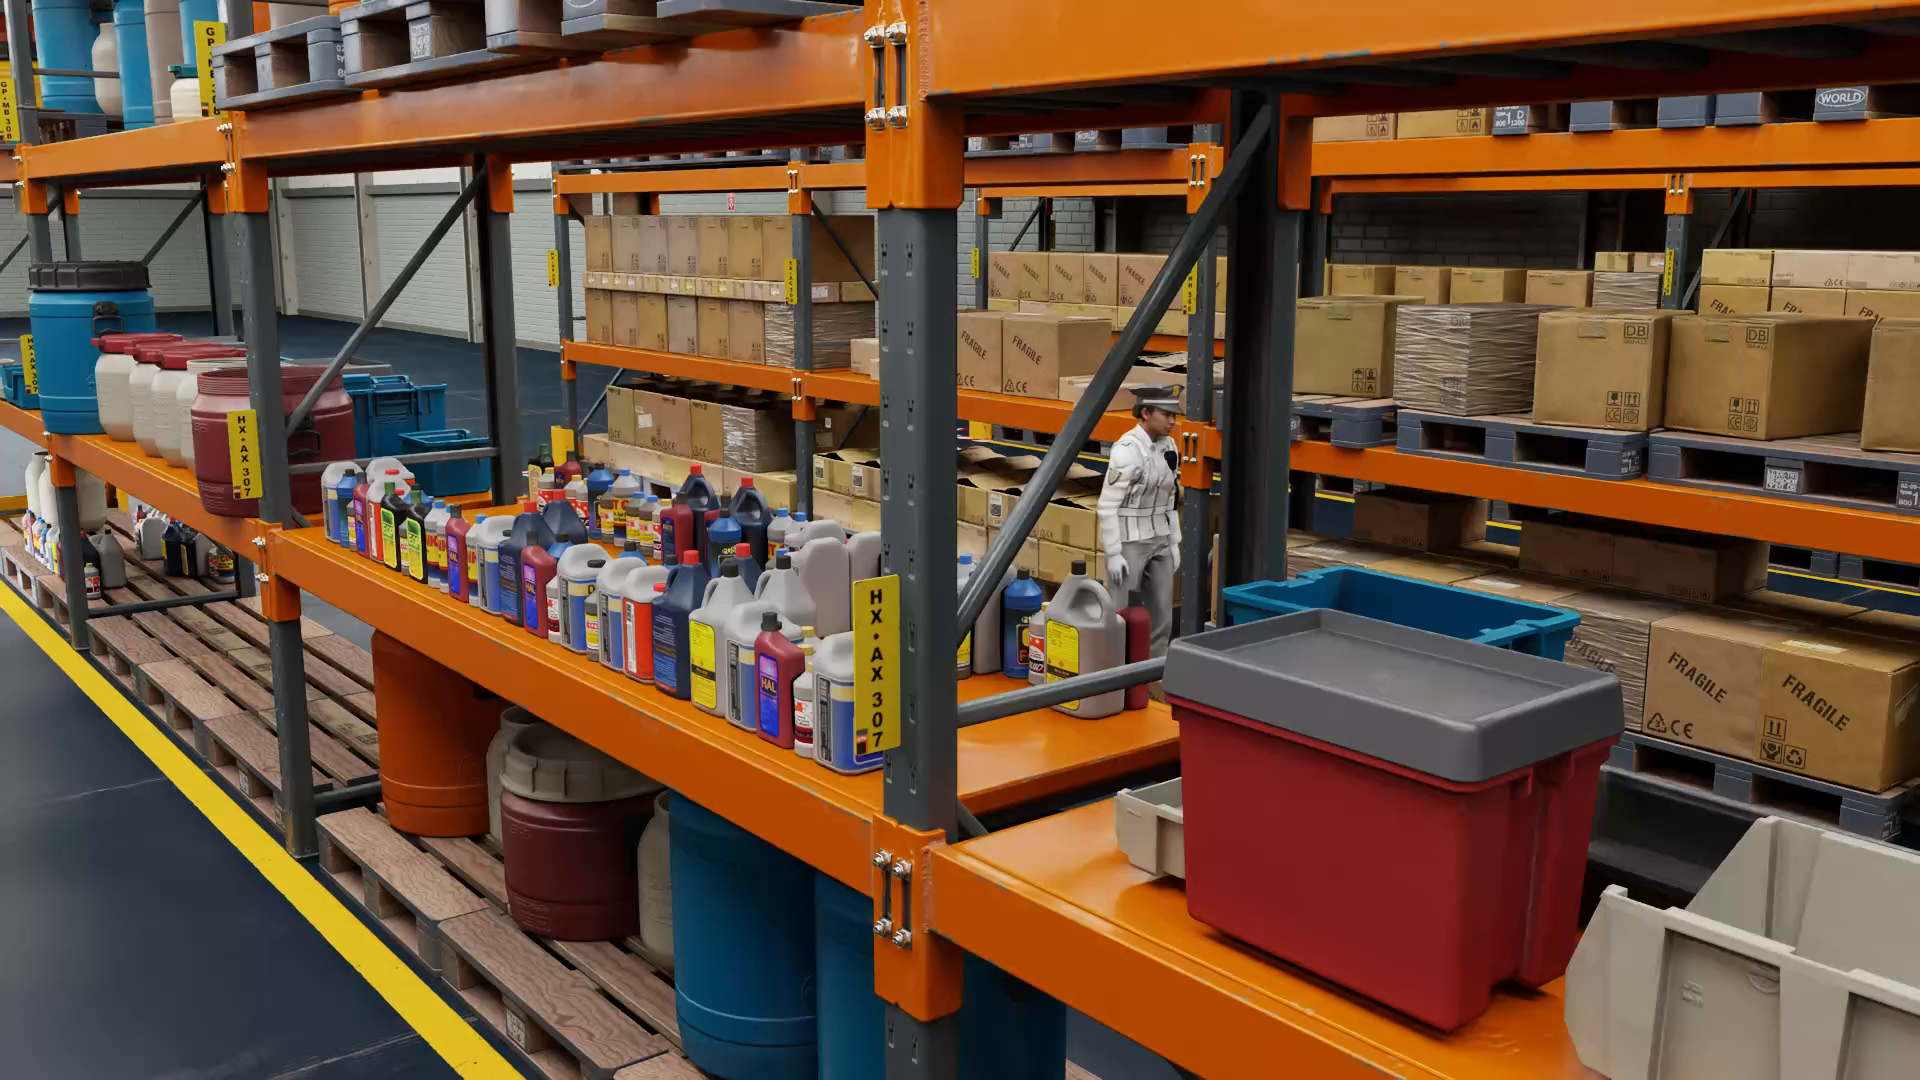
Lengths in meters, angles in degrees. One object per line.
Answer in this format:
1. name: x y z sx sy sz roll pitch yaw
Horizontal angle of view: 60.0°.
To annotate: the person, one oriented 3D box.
1. person: 0.905 0.057 8.136 0.544 1.663 0.416 -10 15 -41
